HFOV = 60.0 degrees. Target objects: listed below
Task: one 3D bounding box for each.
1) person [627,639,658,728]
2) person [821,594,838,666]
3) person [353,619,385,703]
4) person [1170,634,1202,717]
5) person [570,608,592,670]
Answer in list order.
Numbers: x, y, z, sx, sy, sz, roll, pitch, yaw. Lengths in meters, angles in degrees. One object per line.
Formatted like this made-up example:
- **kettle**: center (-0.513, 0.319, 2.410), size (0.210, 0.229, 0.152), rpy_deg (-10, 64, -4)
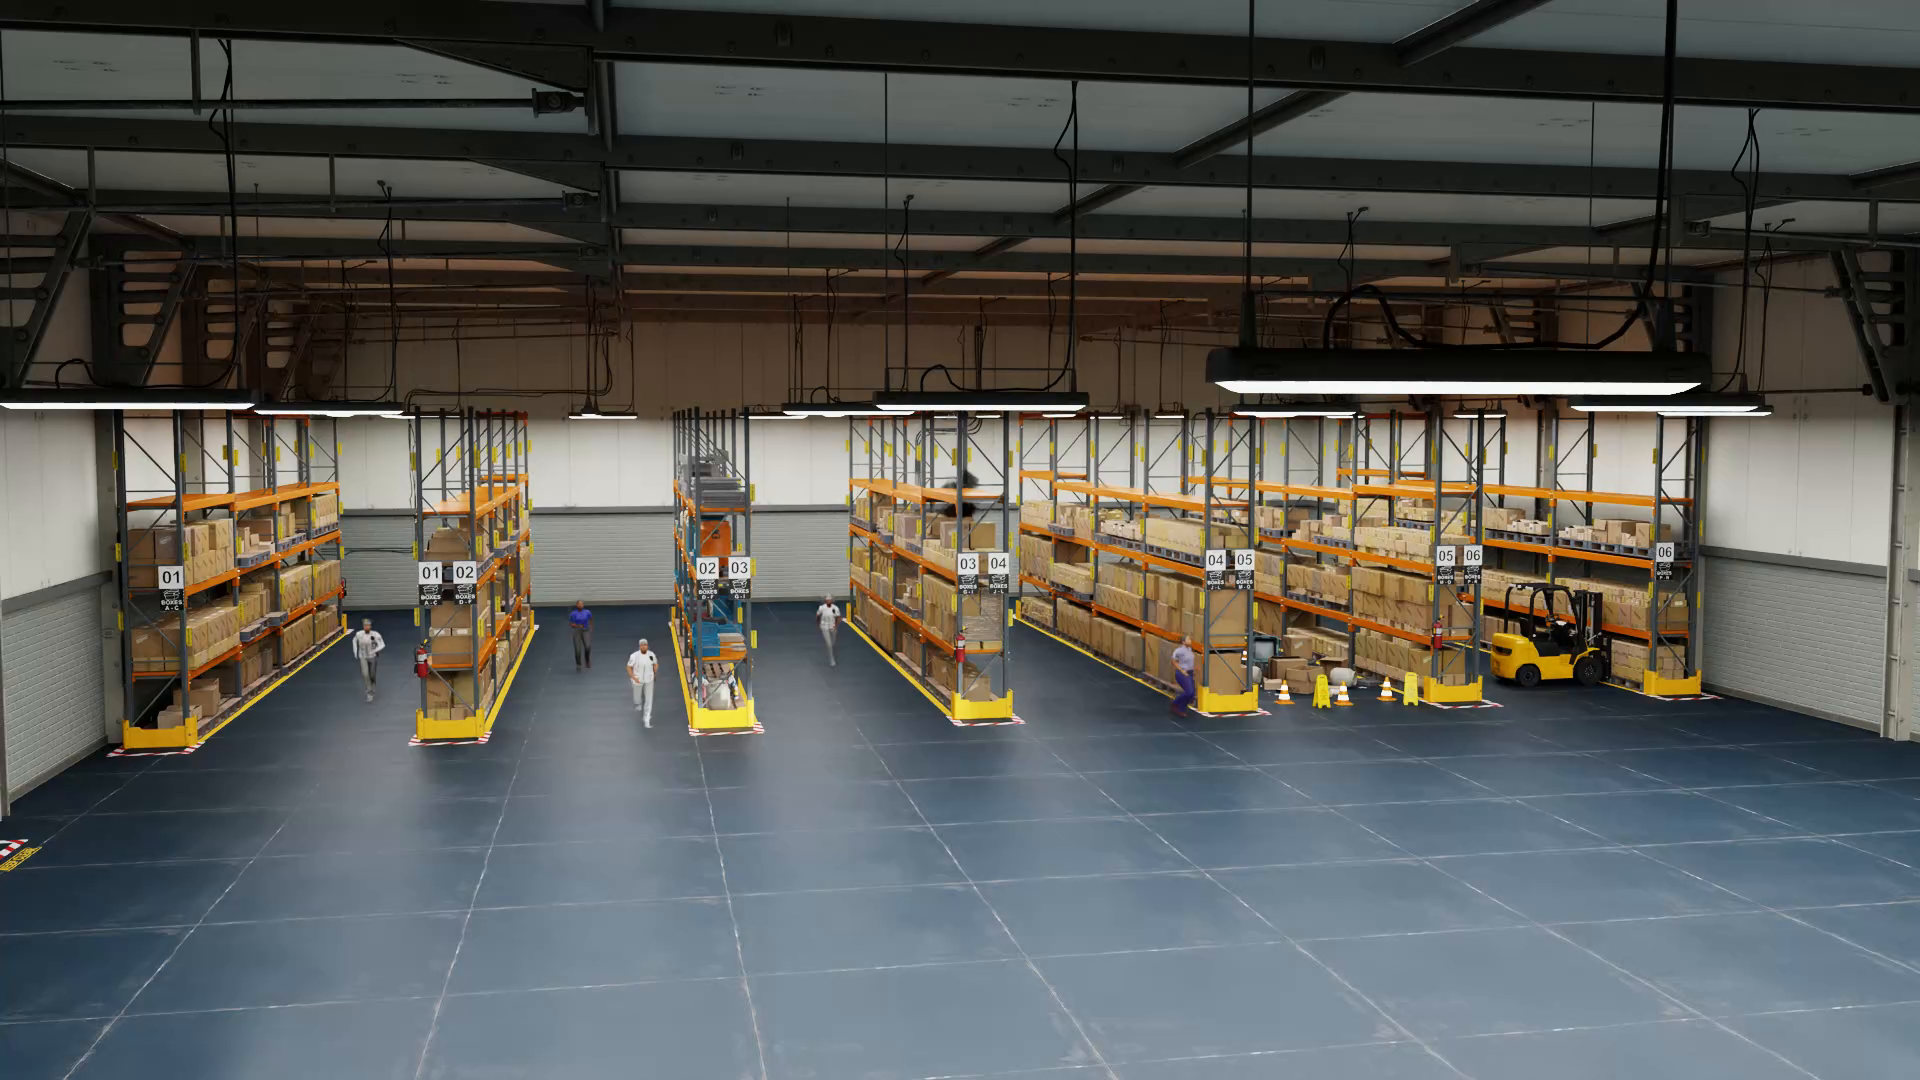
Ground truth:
- **person**: center (-6.001, 2.696, 31.487), size (0.590, 1.658, 0.953), rpy_deg (-1, 4, -12)
- **person**: center (-3.105, 2.105, 39.360), size (0.412, 1.685, 0.815), rpy_deg (-1, 4, -13)
- **person**: center (-12.194, 2.450, 34.298), size (0.636, 1.686, 0.963), rpy_deg (-1, 4, -14)
- **person**: center (4.383, 2.630, 32.201), size (0.536, 1.602, 0.581), rpy_deg (3, 5, 33)
- **person**: center (-8.702, 2.281, 38.244), size (0.530, 1.426, 0.590), rpy_deg (-1, 4, -20)
